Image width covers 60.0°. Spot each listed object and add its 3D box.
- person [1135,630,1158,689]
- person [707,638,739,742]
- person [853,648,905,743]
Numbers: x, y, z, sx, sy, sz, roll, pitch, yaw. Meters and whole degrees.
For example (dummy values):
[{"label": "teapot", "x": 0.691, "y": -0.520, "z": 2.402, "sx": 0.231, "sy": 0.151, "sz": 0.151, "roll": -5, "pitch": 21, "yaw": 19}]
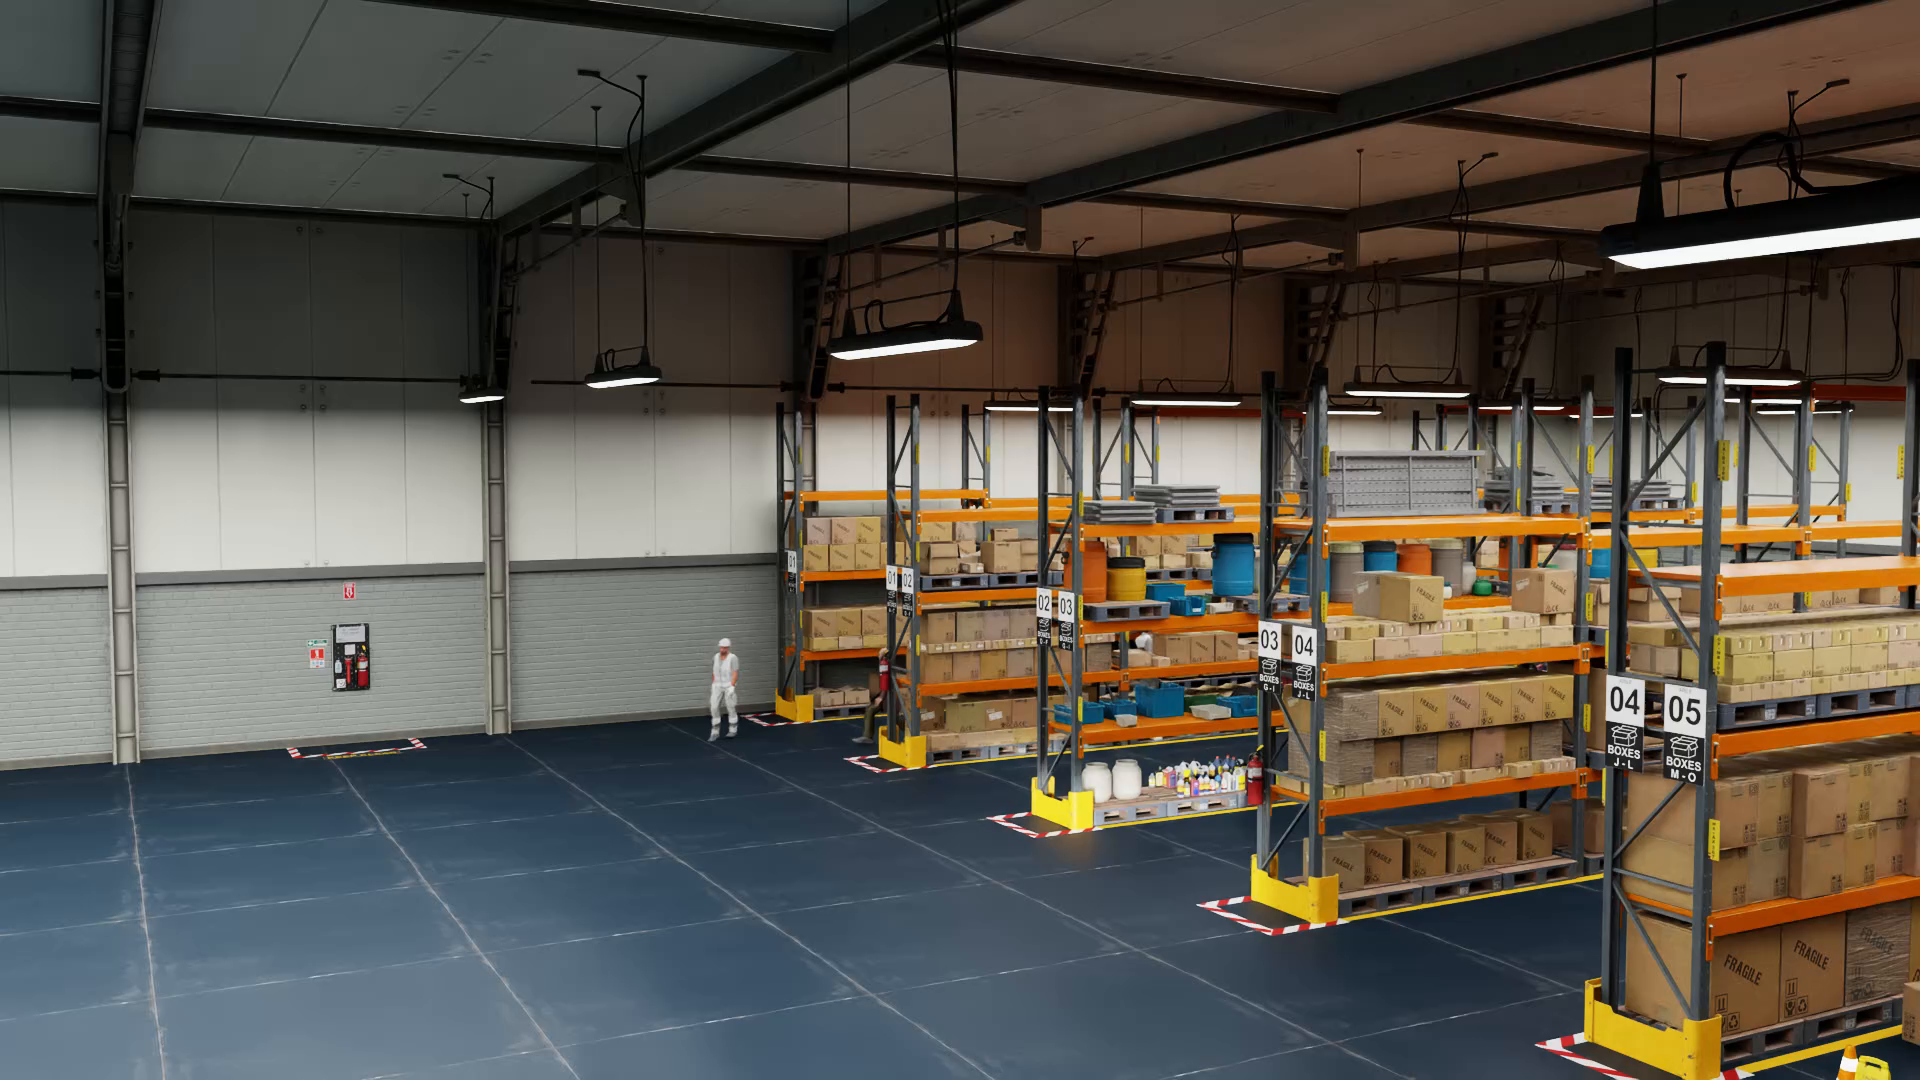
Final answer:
[{"label": "person", "x": 3.581, "y": 2.453, "z": 32.347, "sx": 0.505, "sy": 1.771, "sz": 0.591, "roll": -2, "pitch": 4, "yaw": -30}, {"label": "person", "x": -4.156, "y": 2.645, "z": 29.266, "sx": 0.579, "sy": 1.853, "sz": 0.610, "roll": 1, "pitch": 3, "yaw": 15}, {"label": "person", "x": -1.278, "y": 2.702, "z": 28.858, "sx": 1.184, "sy": 1.655, "sz": 0.588, "roll": -1, "pitch": 3, "yaw": -18}]
